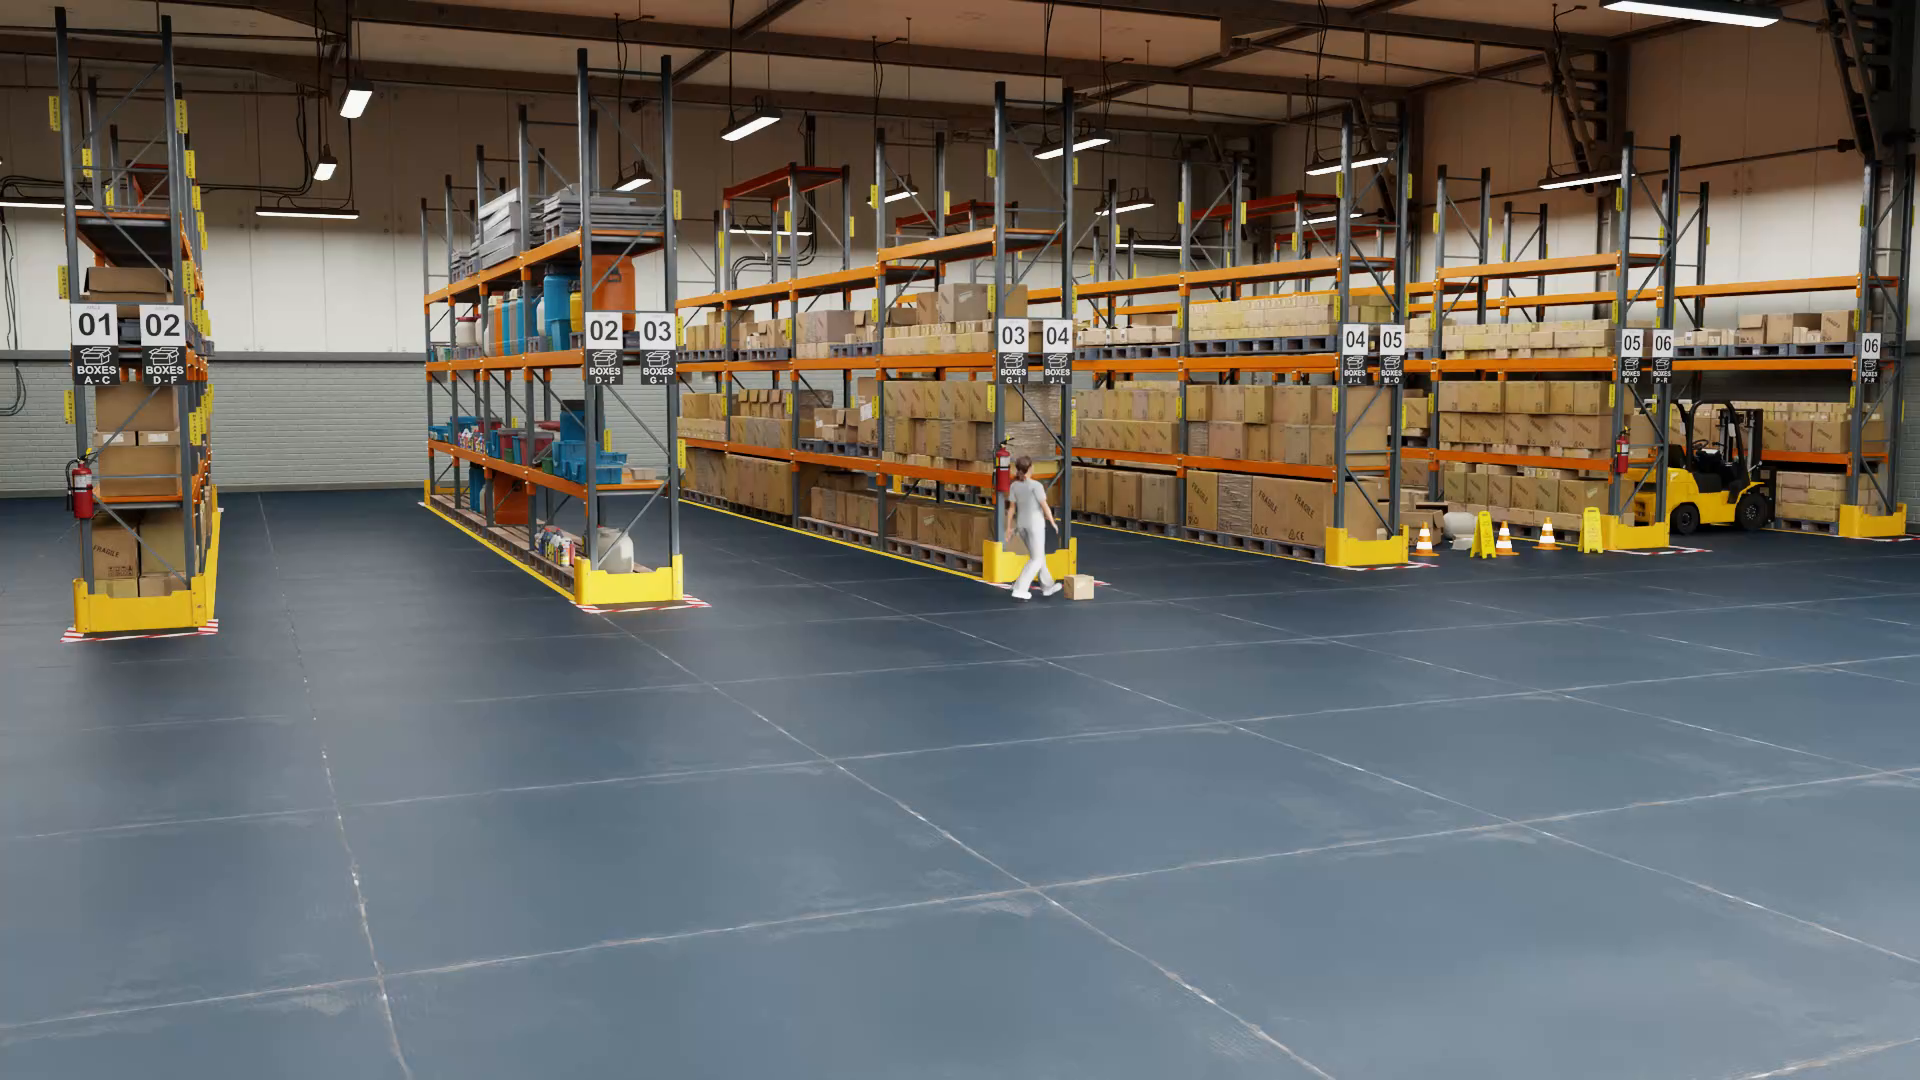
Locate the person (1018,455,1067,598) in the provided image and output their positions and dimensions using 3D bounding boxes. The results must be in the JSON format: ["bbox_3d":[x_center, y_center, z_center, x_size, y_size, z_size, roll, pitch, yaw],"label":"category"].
[{"bbox_3d":[0.984,-0.147,18.658,0.752,1.627,0.479,-4,7,-34],"label":"person"}]
